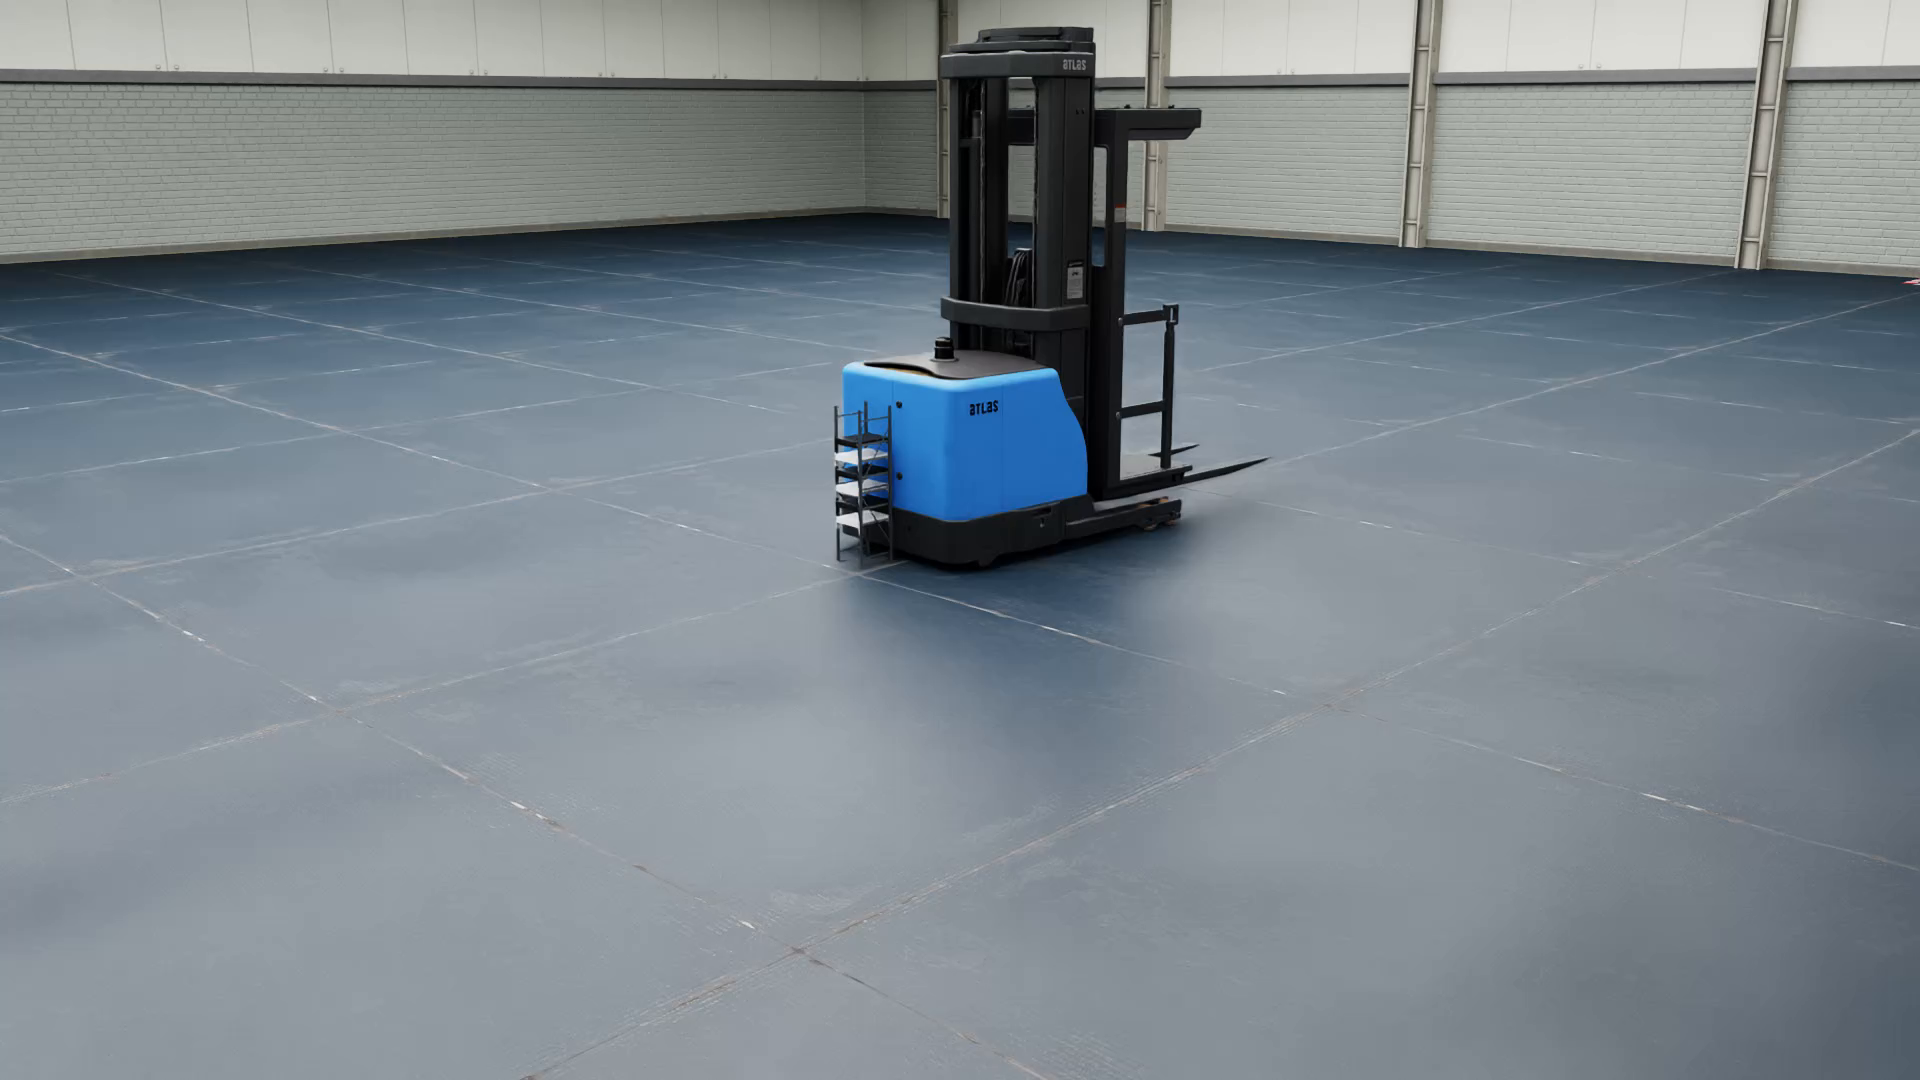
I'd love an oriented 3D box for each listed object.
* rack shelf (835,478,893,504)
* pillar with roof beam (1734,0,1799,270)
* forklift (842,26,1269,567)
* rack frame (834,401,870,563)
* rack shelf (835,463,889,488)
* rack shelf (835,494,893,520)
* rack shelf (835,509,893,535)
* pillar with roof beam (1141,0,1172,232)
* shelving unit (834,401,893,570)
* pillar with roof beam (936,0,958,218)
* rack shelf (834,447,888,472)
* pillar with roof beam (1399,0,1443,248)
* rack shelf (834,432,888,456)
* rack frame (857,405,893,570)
[{"bbox_3d":[-0.541,-0.277,9.341,0.258,0.077,0.200,-14,20,-42],"label":"rack shelf"},{"bbox_3d":[9.683,-7.934,22.534,0.400,9.000,9.100,14,20,42],"label":"pillar with roof beam"},{"bbox_3d":[0.734,-1.560,10.107,3.031,2.935,1.130,-13,19,-41],"label":"forklift"},{"bbox_3d":[-0.611,-0.327,9.404,0.240,0.900,0.006,-14,20,-42],"label":"rack frame"},{"bbox_3d":[-0.541,-0.364,9.319,0.258,0.077,0.200,-14,20,-42],"label":"rack shelf"},{"bbox_3d":[-0.541,-0.190,9.364,0.258,0.077,0.200,-14,20,-42],"label":"rack shelf"},{"bbox_3d":[-0.541,-0.103,9.387,0.258,0.077,0.200,-14,20,-42],"label":"rack shelf"},{"bbox_3d":[1.045,-10.034,30.594,0.400,9.000,9.100,14,20,42],"label":"pillar with roof beam"},{"bbox_3d":[-0.541,-0.309,9.333,0.258,0.900,0.210,-14,20,-42],"label":"shelving unit"},{"bbox_3d":[-3.275,-11.084,34.624,0.400,9.000,9.100,14,20,42],"label":"pillar with roof beam"},{"bbox_3d":[-0.541,-0.451,9.296,0.258,0.077,0.200,-14,20,-42],"label":"rack shelf"},{"bbox_3d":[5.364,-8.984,26.564,0.400,9.000,9.100,14,20,42],"label":"pillar with roof beam"},{"bbox_3d":[-0.541,-0.538,9.273,0.258,0.077,0.200,-14,20,-42],"label":"rack shelf"},{"bbox_3d":[-0.471,-0.290,9.262,0.240,0.900,0.006,-14,20,-42],"label":"rack frame"}]
